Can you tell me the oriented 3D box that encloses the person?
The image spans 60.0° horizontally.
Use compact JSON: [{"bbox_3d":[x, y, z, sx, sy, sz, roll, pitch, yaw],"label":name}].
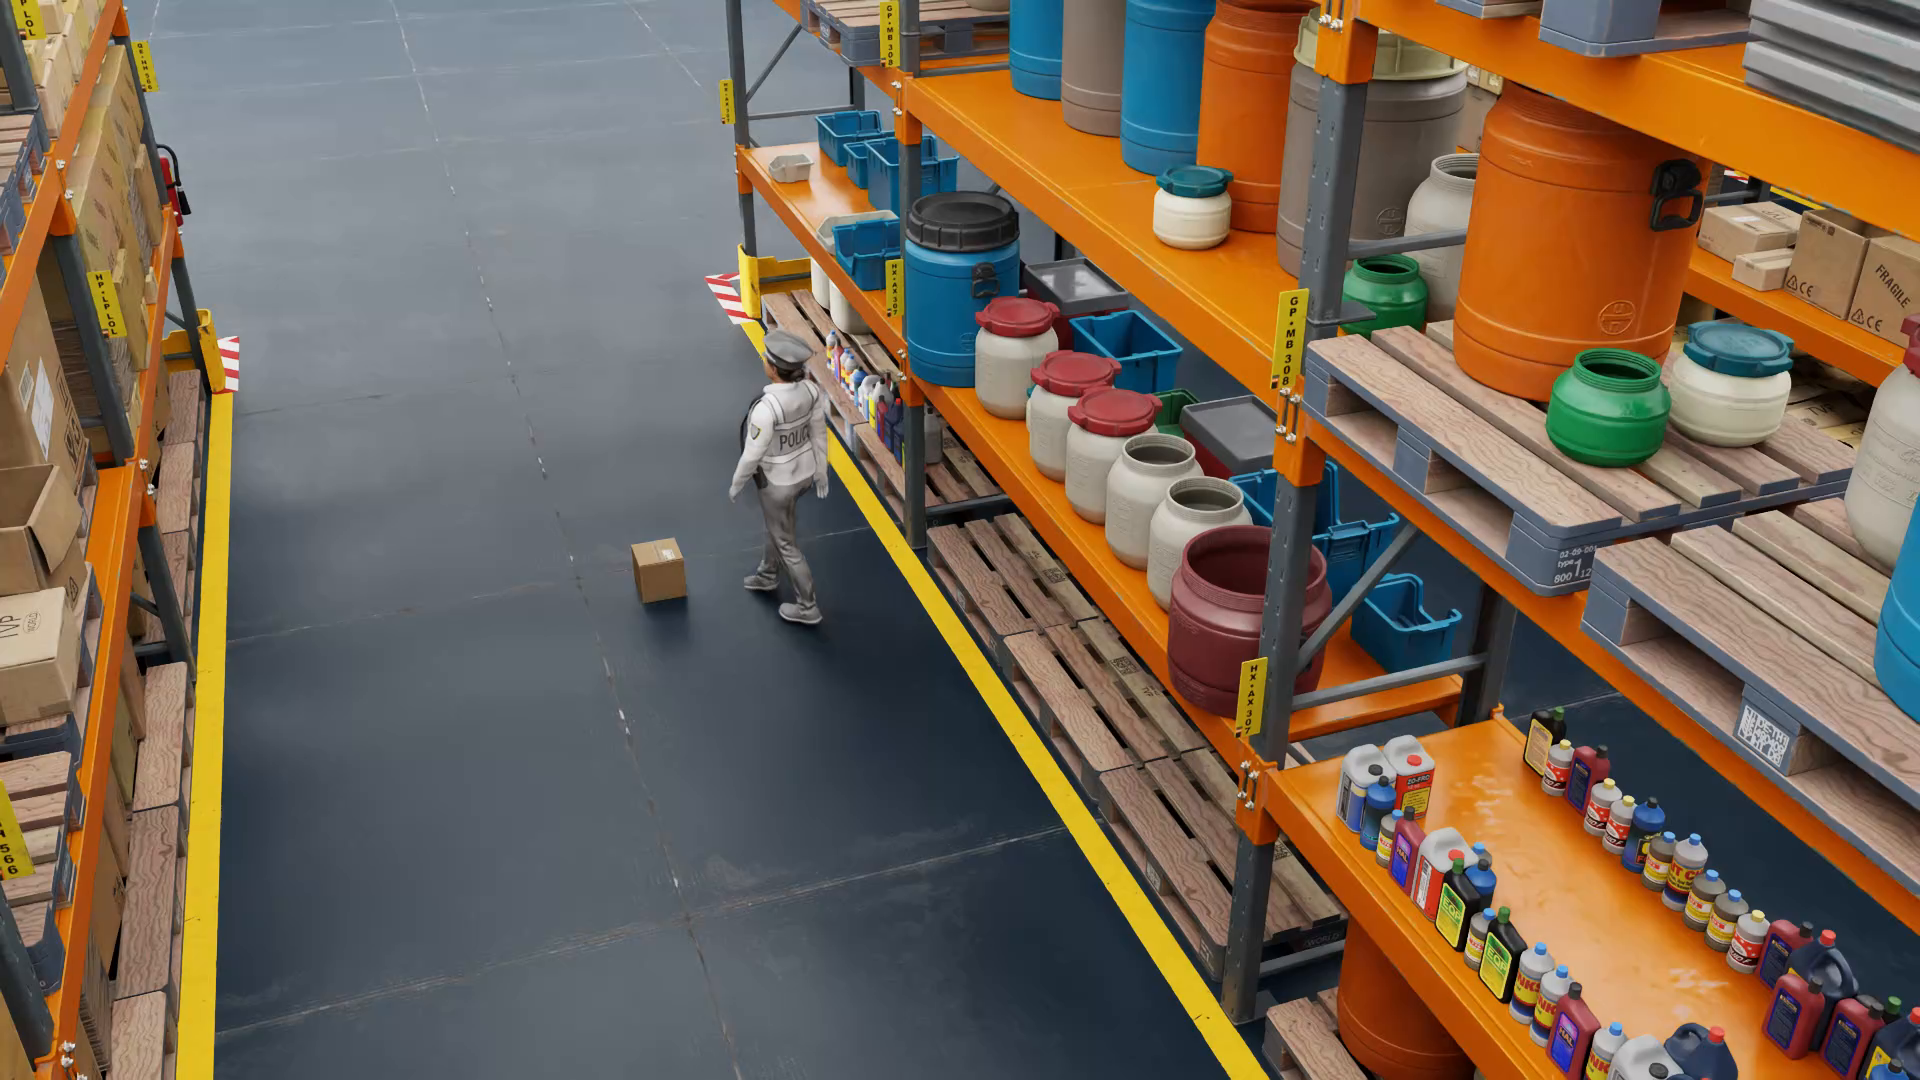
[{"bbox_3d":[-1.039,-0.335,8.893,0.660,1.706,0.521,17,34,27],"label":"person"}]
